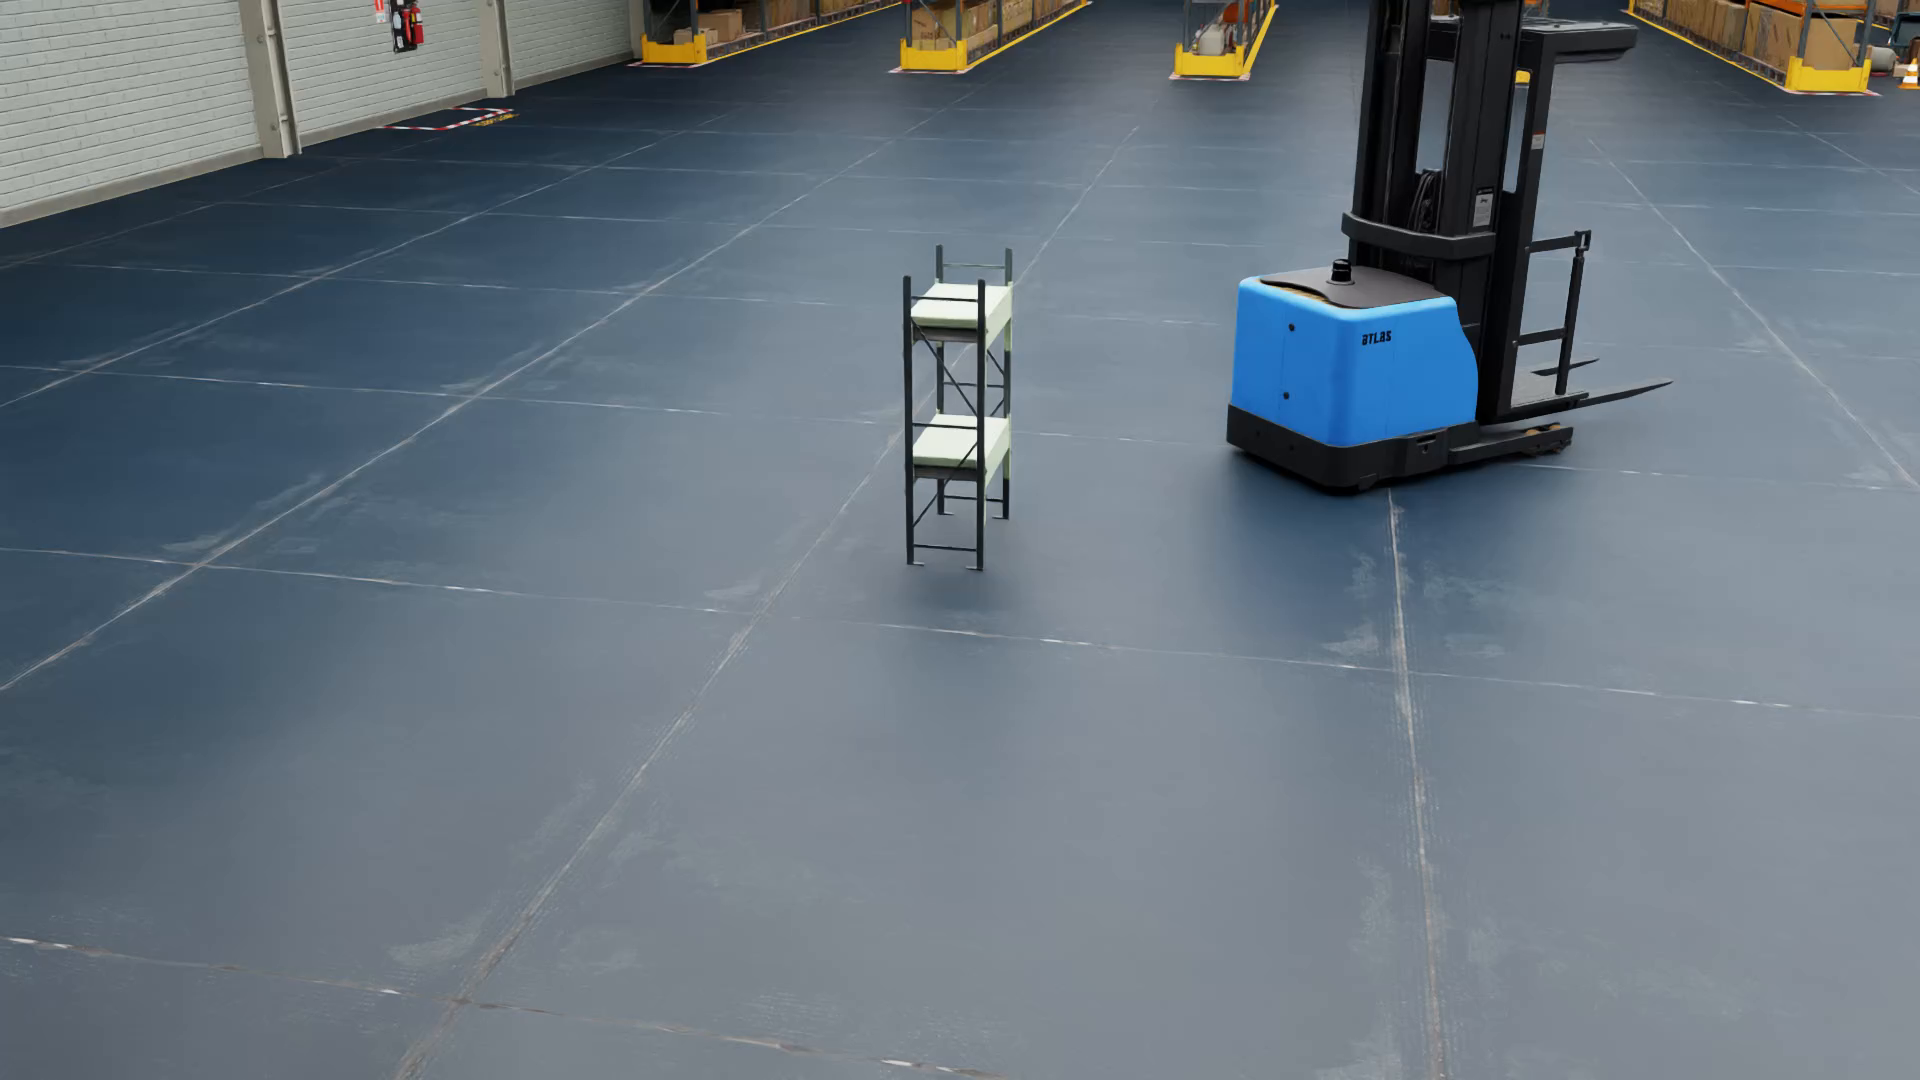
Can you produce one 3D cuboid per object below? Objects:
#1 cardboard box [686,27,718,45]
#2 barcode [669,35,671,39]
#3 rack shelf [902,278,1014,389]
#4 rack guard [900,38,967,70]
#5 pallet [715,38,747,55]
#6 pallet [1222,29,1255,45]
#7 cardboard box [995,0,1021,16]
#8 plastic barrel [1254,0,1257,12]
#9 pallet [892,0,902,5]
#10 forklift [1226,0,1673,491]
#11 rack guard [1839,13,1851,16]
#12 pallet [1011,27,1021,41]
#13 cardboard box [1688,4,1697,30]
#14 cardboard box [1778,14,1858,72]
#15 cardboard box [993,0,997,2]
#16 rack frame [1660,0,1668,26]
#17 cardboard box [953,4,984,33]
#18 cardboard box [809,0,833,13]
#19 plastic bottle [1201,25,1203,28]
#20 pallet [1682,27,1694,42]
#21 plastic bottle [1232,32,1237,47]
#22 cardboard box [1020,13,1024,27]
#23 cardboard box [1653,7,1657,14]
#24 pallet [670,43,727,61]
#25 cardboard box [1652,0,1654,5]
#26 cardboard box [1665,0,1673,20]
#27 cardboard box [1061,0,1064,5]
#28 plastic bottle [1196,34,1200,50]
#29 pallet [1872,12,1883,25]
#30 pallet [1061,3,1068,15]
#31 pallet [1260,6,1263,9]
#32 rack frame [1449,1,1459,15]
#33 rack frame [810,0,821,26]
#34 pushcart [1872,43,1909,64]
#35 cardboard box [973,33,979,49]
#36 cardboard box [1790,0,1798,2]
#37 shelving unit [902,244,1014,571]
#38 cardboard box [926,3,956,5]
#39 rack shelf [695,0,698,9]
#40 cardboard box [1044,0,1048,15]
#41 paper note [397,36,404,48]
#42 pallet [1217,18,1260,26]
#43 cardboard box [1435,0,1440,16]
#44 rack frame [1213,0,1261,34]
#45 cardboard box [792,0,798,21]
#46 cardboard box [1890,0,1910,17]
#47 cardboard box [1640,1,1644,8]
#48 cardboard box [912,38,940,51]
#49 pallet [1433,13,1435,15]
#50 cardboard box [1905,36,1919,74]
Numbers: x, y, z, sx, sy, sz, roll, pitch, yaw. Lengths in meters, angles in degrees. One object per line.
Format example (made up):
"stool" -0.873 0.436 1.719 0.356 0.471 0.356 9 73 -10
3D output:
"cardboard box" -4.977 -9.677 31.876 0.500 0.311 0.500 6 23 15
"barcode" -5.481 -9.510 31.449 0.001 0.075 0.075 4 22 11
"rack shelf" -0.001 -1.055 8.422 0.431 0.370 0.720 4 22 11
"rack guard" -0.477 -8.721 29.838 1.175 0.500 0.348 4 22 11
"pallet" -4.855 -9.739 32.753 1.003 0.211 1.213 4 22 11
"pallet" 5.561 -10.417 34.437 1.003 0.211 1.213 4 22 11
"cardboard box" 0.985 -11.226 35.080 0.500 0.311 0.500 5 22 12
"plastic barrel" 6.697 -12.923 39.172 0.600 0.901 0.708 4 22 11
"pallet" -2.144 -14.525 44.636 1.003 0.211 1.213 4 22 11
"forklift" 3.167 -2.023 9.952 3.031 2.935 1.130 -12 25 -27
"rack guard" 22.196 -13.078 40.657 1.175 0.500 0.348 4 22 11
"pallet" 0.703 -10.779 35.334 1.003 0.211 1.213 4 22 11
"cardboard box" 15.571 -10.939 34.784 0.500 0.500 0.500 4 22 11
"cardboard box" 14.134 -8.180 27.431 0.875 0.875 0.875 5 22 11
"cardboard box" 0.561 -11.446 35.627 0.500 0.311 0.500 4 22 9
"rack frame" 16.509 -13.106 37.381 1.000 3.000 0.127 4 22 11
"cardboard box" 0.164 -9.884 31.495 0.500 0.500 0.500 4 22 11
"cardboard box" -3.411 -12.648 38.558 0.750 0.750 0.750 4 22 10
"plastic bottle" 4.621 -9.685 31.843 0.144 0.351 0.185 5 22 12
"pallet" 15.853 -10.636 34.979 1.003 0.211 1.213 4 22 11
"plastic bottle" 5.201 -9.409 31.257 0.152 0.276 0.135 5 22 12
"cardboard box" 1.084 -11.151 35.644 0.500 0.250 0.500 5 22 12
"cardboard box" 16.381 -12.338 38.728 0.380 0.149 0.250 4 22 9
"pallet" -5.106 -9.294 31.648 1.003 0.211 1.213 4 22 11
"cardboard box" 16.597 -12.731 39.304 0.380 0.149 0.250 3 22 8
"cardboard box" 16.098 -11.891 37.149 0.500 0.500 0.500 5 23 13
"cardboard box" 2.274 -13.372 41.050 0.500 0.311 0.500 4 22 11
"plastic bottle" 4.400 -9.246 30.853 0.152 0.276 0.135 5 22 11
"pallet" 21.854 -12.192 38.844 1.003 0.211 1.213 4 22 11
"pallet" 2.118 -13.235 41.434 1.003 0.211 1.213 4 22 11
"pallet" 6.937 -12.877 40.545 1.003 0.211 1.213 4 22 11
"rack frame" 10.857 -12.058 34.779 1.000 3.000 0.127 4 22 11
"rack frame" -3.690 -13.191 37.592 1.000 3.000 0.127 4 22 11
"pushcart" 17.500 -8.779 30.147 1.648 0.377 0.936 -3 22 -8
"cardboard box" 0.056 -9.354 31.182 0.500 0.250 0.500 4 22 11
"cardboard box" 14.182 -9.129 27.305 0.875 0.550 0.550 4 22 11
"shelving unit" -0.001 -0.693 8.567 0.431 1.500 0.755 4 22 11
"cardboard box" -0.361 -9.925 31.596 0.500 0.500 0.500 4 22 11
"rack shelf" -4.914 -10.663 32.278 1.077 0.370 4.000 4 22 11
"cardboard box" 1.742 -12.379 38.333 0.500 0.500 0.500 4 22 10
"paper note" -7.896 -7.024 23.458 0.016 0.148 0.142 4 22 11
"pallet" 6.129 -11.434 36.961 1.003 0.211 1.213 4 22 11
"cardboard box" 11.381 -12.168 37.333 1.225 0.875 0.875 4 22 9
"rack frame" 6.009 -12.436 35.717 1.000 3.000 0.127 4 22 11
"cardboard box" -4.005 -11.789 36.867 0.700 0.500 0.500 4 22 11
"cardboard box" 21.608 -11.994 37.486 0.875 0.438 0.875 4 22 10
"cardboard box" 16.728 -12.996 40.361 0.380 0.149 0.250 5 22 12
"cardboard box" -0.652 -9.027 30.371 0.500 0.250 0.500 4 22 11
"pallet" 12.152 -12.947 40.719 1.003 0.211 1.213 4 22 11
"cardboard box" 16.989 -8.460 29.005 0.797 0.637 0.503 4 22 11
